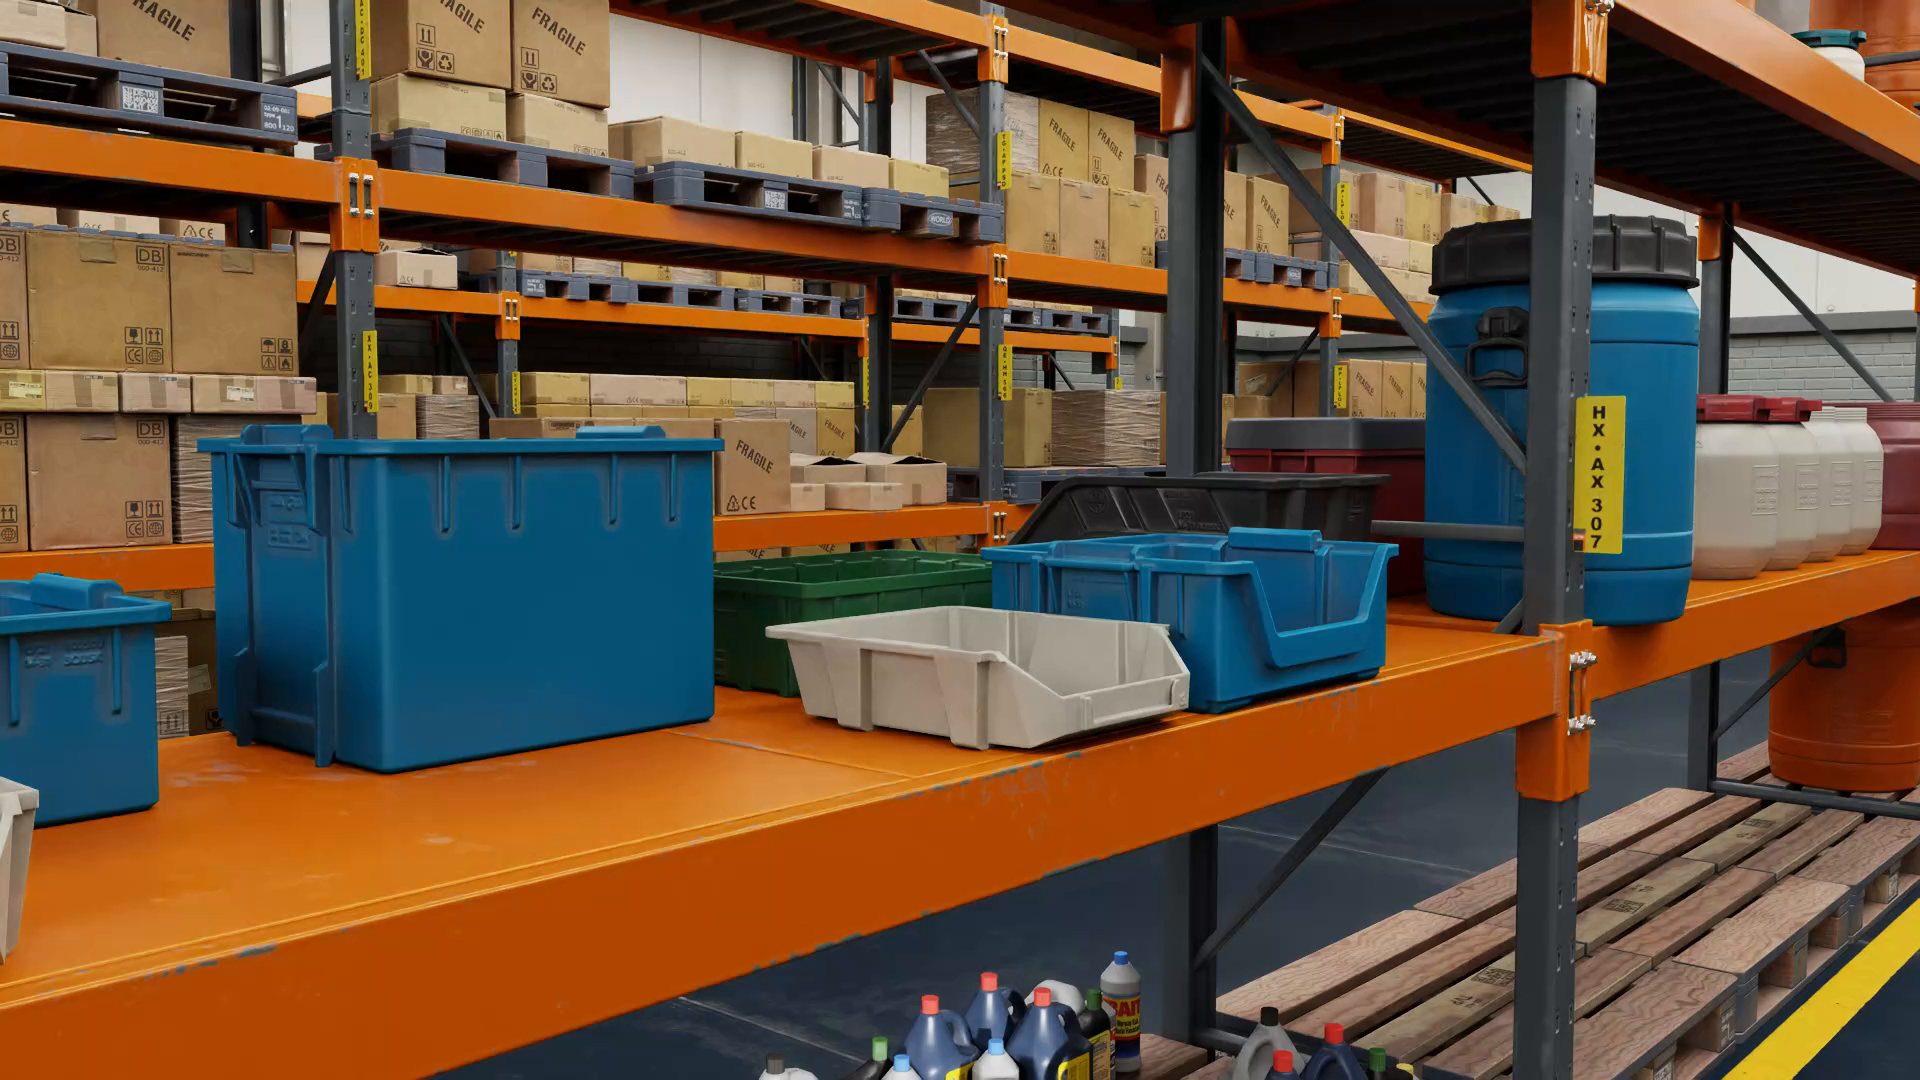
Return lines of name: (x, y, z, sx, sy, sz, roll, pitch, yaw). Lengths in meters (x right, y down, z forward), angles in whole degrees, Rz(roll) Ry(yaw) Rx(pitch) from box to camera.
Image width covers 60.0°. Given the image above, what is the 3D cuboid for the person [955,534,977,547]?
person: (0.199, -0.129, 15.865, 0.495, 1.682, 0.458, 2, 4, 28)
